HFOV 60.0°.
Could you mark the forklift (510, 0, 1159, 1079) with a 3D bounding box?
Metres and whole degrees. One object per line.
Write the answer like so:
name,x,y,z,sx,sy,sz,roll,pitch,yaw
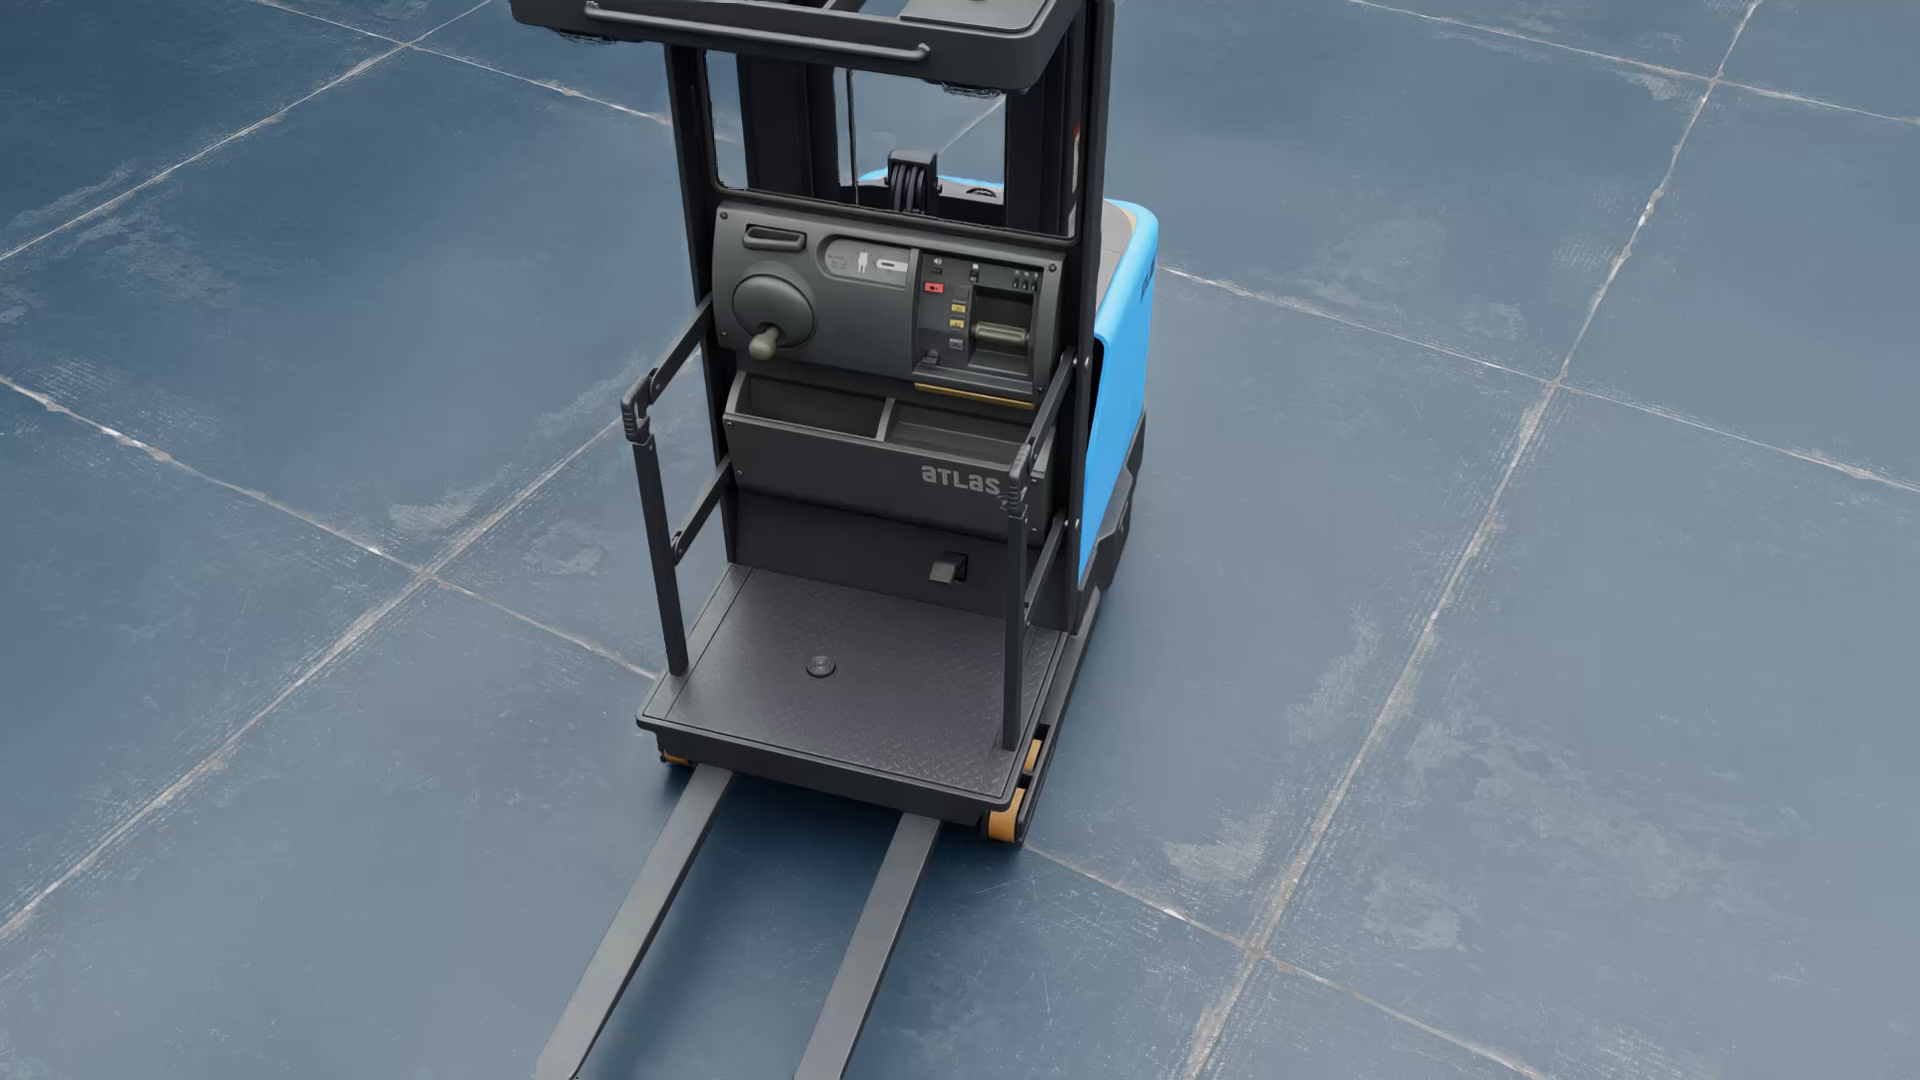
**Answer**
forklift,-0.258,-0.532,4.136,1.130,2.935,3.031,11,43,12
